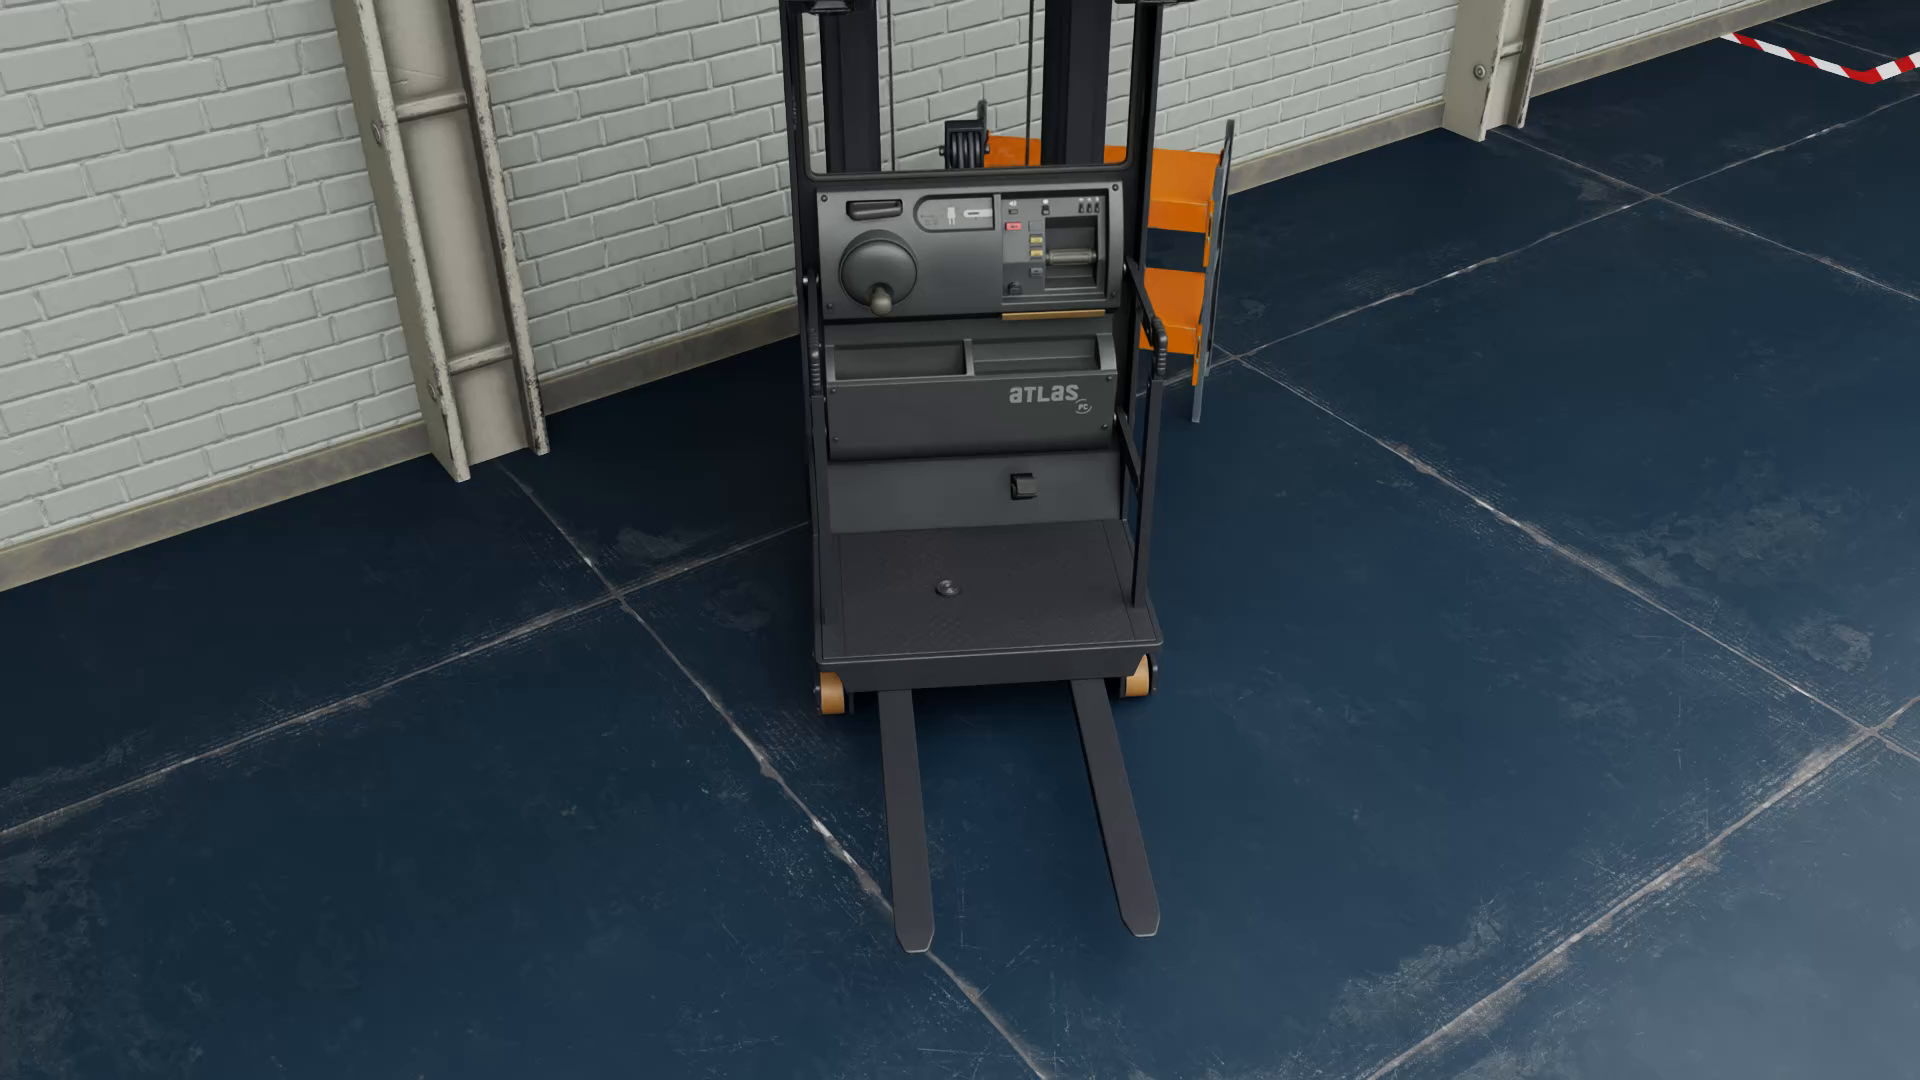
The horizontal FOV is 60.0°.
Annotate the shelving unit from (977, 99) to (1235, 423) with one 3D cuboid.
[{"bbox_3d":[0.538,-1.154,6.891,1.048,1.125,0.538,7,36,10],"label":"shelving unit"}]

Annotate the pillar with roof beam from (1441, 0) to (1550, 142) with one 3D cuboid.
[{"bbox_3d":[5.474,-3.983,4.080,0.400,9.000,9.100,-22,41,-28],"label":"pillar with roof beam"}]

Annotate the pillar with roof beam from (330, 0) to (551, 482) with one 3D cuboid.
[{"bbox_3d":[0.569,-1.964,1.274,0.400,9.000,9.100,-22,41,-28],"label":"pillar with roof beam"}]

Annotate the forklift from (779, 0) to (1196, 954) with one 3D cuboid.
[{"bbox_3d":[0.055,-0.824,4.885,1.130,2.935,3.031,-3,36,-4],"label":"forklift"}]

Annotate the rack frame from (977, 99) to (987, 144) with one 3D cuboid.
[{"bbox_3d":[0.042,-1.218,6.981,0.032,1.125,0.500,7,36,10],"label":"rack frame"}]

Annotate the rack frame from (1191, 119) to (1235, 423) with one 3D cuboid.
[{"bbox_3d":[1.034,-1.089,6.801,0.032,1.125,0.500,7,36,10],"label":"rack frame"}]

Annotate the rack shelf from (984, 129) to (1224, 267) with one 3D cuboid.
[{"bbox_3d":[0.538,-1.391,6.720,1.000,0.278,0.538,7,36,10],"label":"rack shelf"}]

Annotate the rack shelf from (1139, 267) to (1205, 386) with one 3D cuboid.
[{"bbox_3d":[0.538,-0.955,7.033,1.000,0.278,0.538,7,36,10],"label":"rack shelf"}]
